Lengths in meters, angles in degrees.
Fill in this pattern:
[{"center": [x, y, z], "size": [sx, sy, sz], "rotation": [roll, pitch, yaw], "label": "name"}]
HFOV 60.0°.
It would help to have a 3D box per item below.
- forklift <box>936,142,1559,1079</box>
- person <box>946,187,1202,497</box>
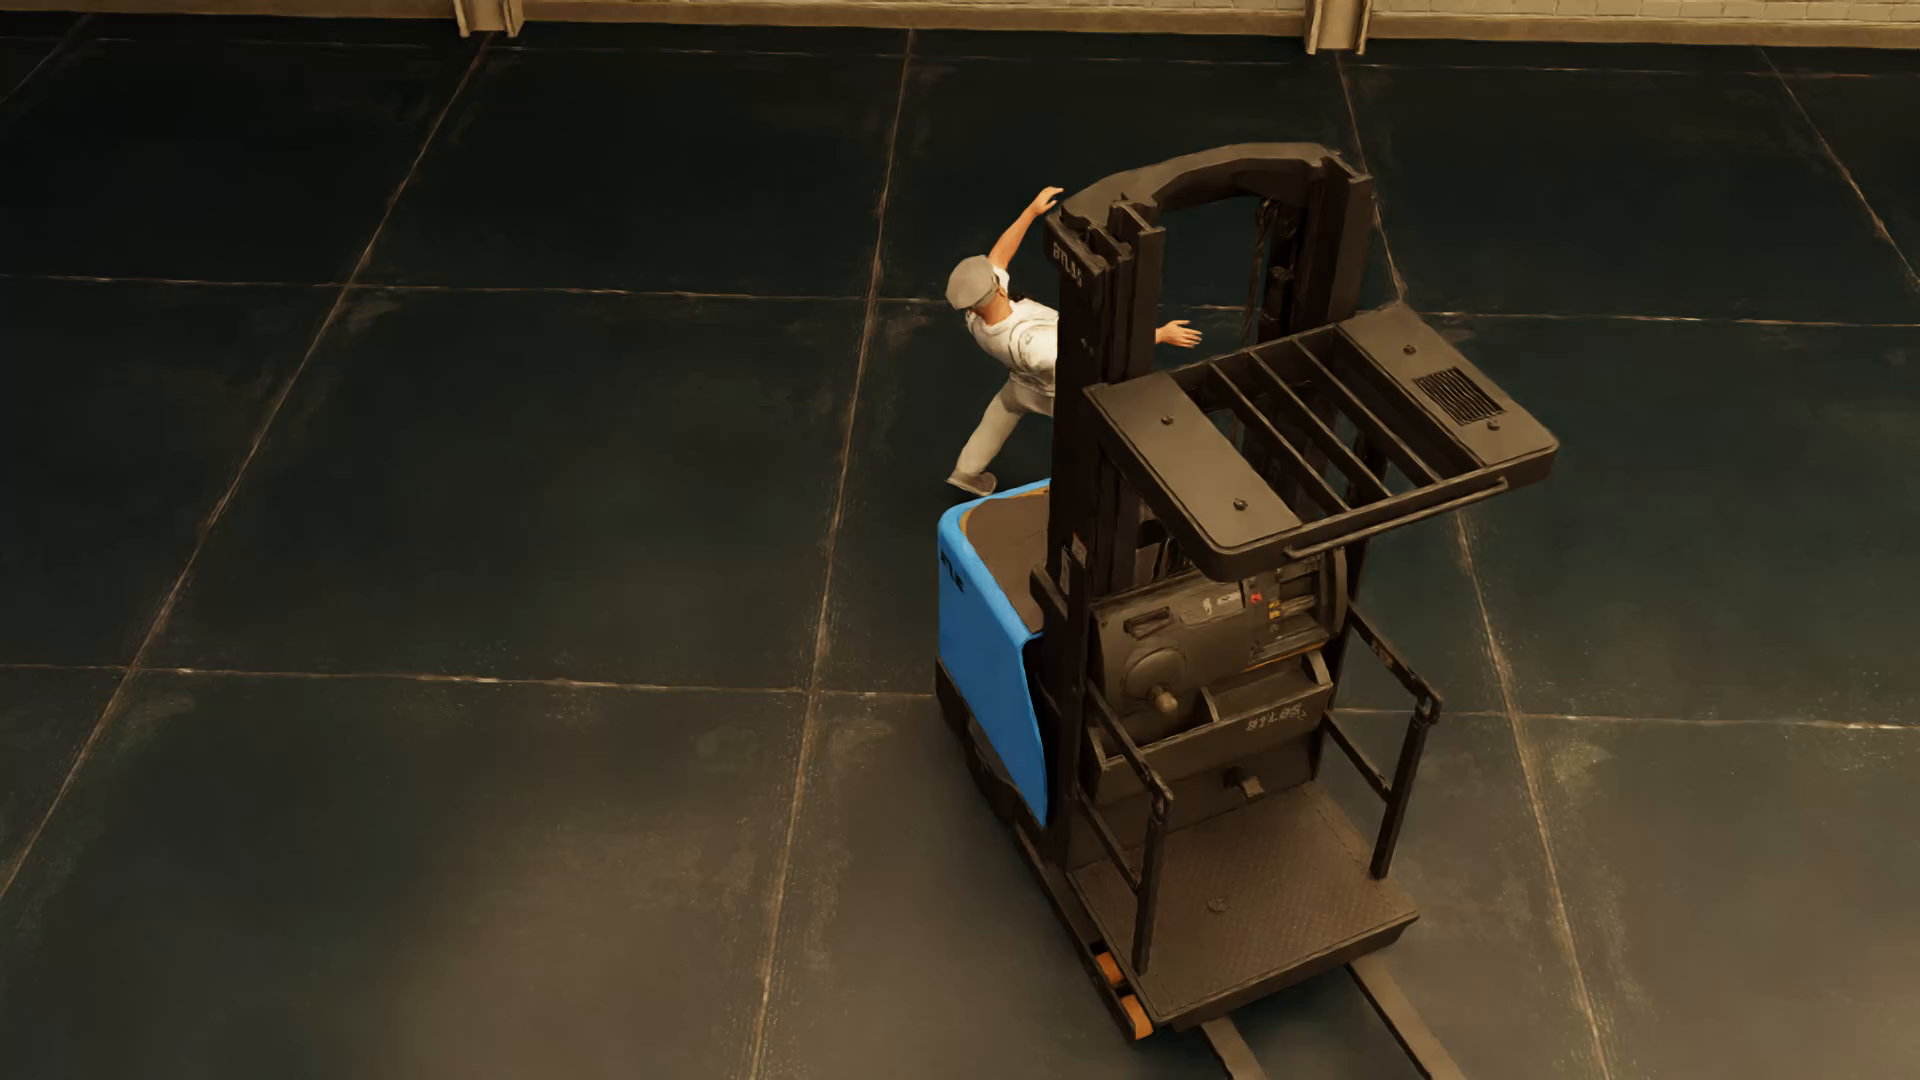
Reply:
[{"center": [0.961, 0.368, 5.339], "size": [1.130, 2.935, 3.031], "rotation": [-17, 45, -18], "label": "forklift"}, {"center": [0.466, -0.632, 7.415], "size": [1.075, 1.589, 0.739], "rotation": [28, 49, 27], "label": "person"}]
